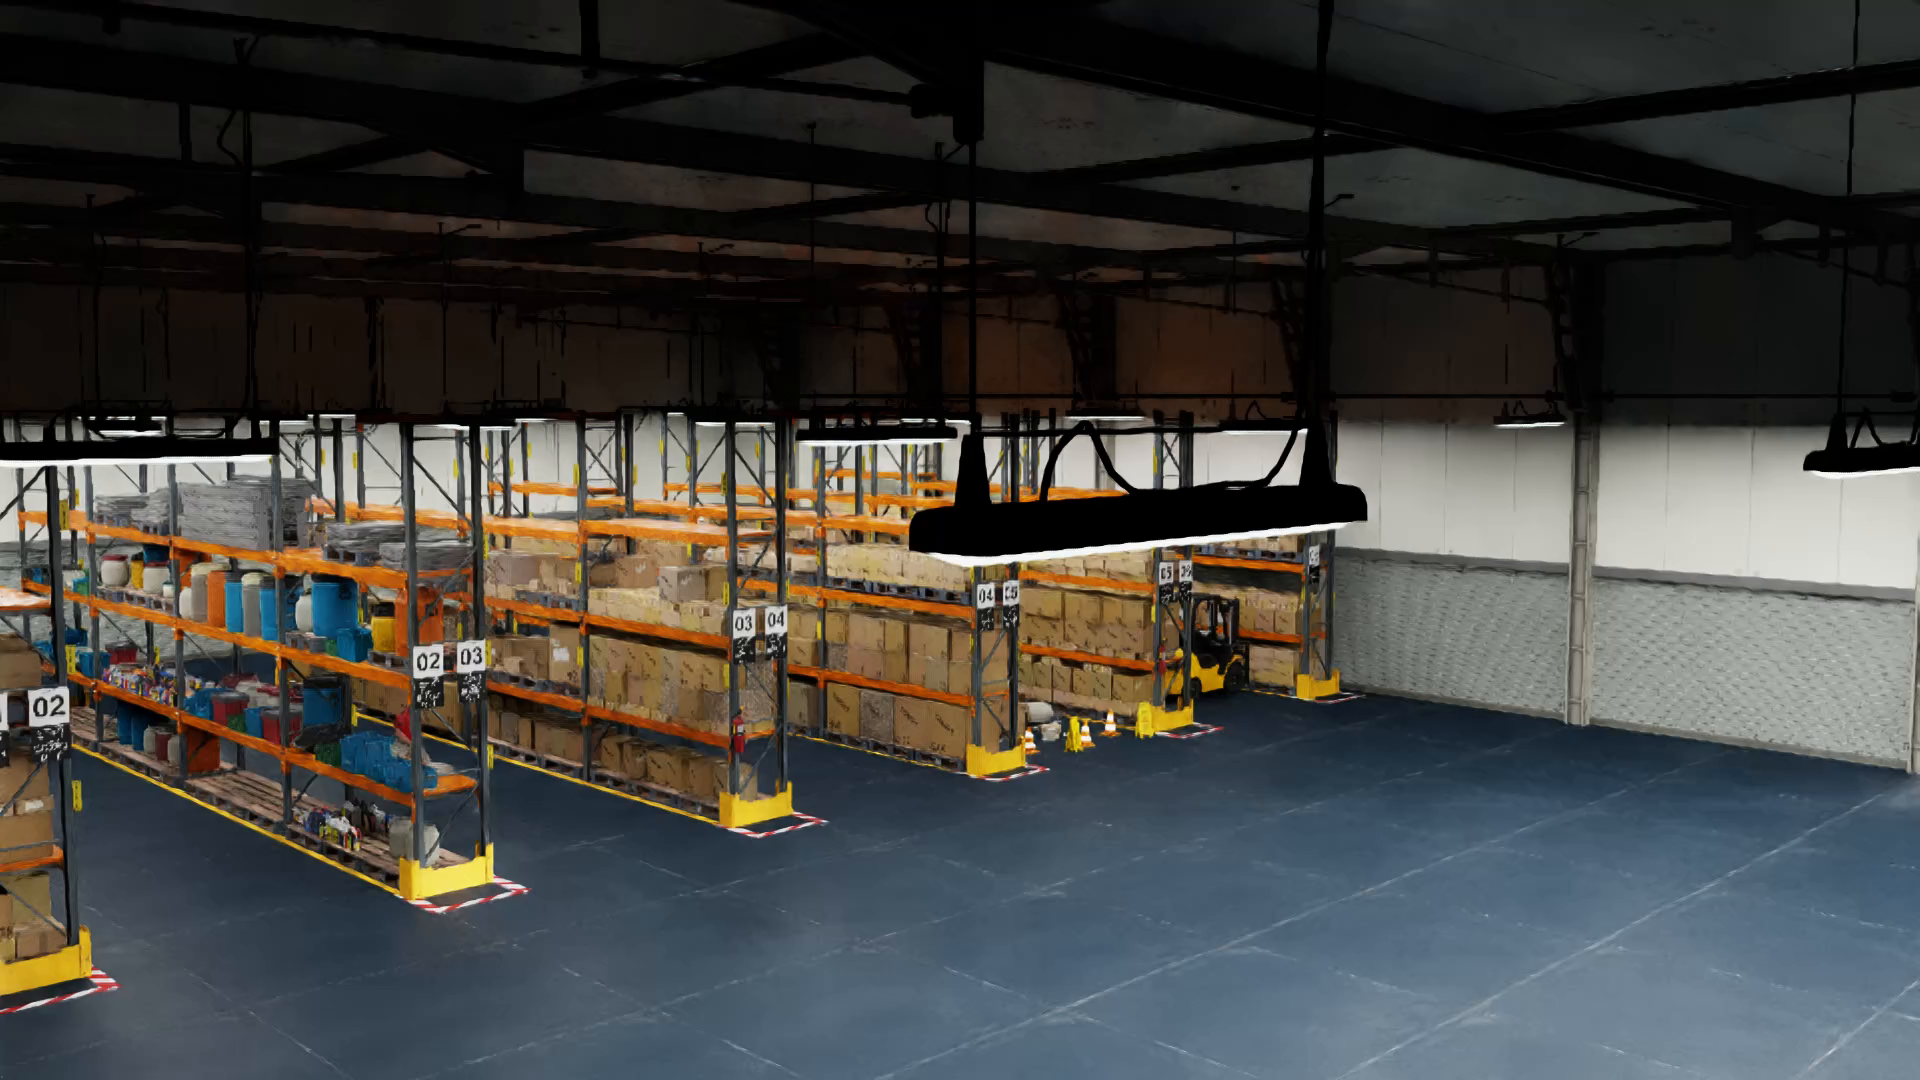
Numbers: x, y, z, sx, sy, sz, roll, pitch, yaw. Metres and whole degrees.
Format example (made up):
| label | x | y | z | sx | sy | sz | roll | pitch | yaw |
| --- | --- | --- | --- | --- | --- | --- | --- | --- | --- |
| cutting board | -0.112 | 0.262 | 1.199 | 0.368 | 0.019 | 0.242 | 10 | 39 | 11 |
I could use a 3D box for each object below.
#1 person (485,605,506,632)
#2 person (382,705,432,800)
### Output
| label | x | y | z | sx | sy | sz | roll | pitch | yaw |
| --- | --- | --- | --- | --- | --- | --- | --- | --- | --- |
| person | -12.326 | 1.671 | 44.115 | 0.648 | 1.656 | 0.474 | 1 | 5 | 12 |
| person | -8.628 | 3.234 | 26.041 | 0.857 | 1.662 | 0.701 | 3 | 6 | 29 |
